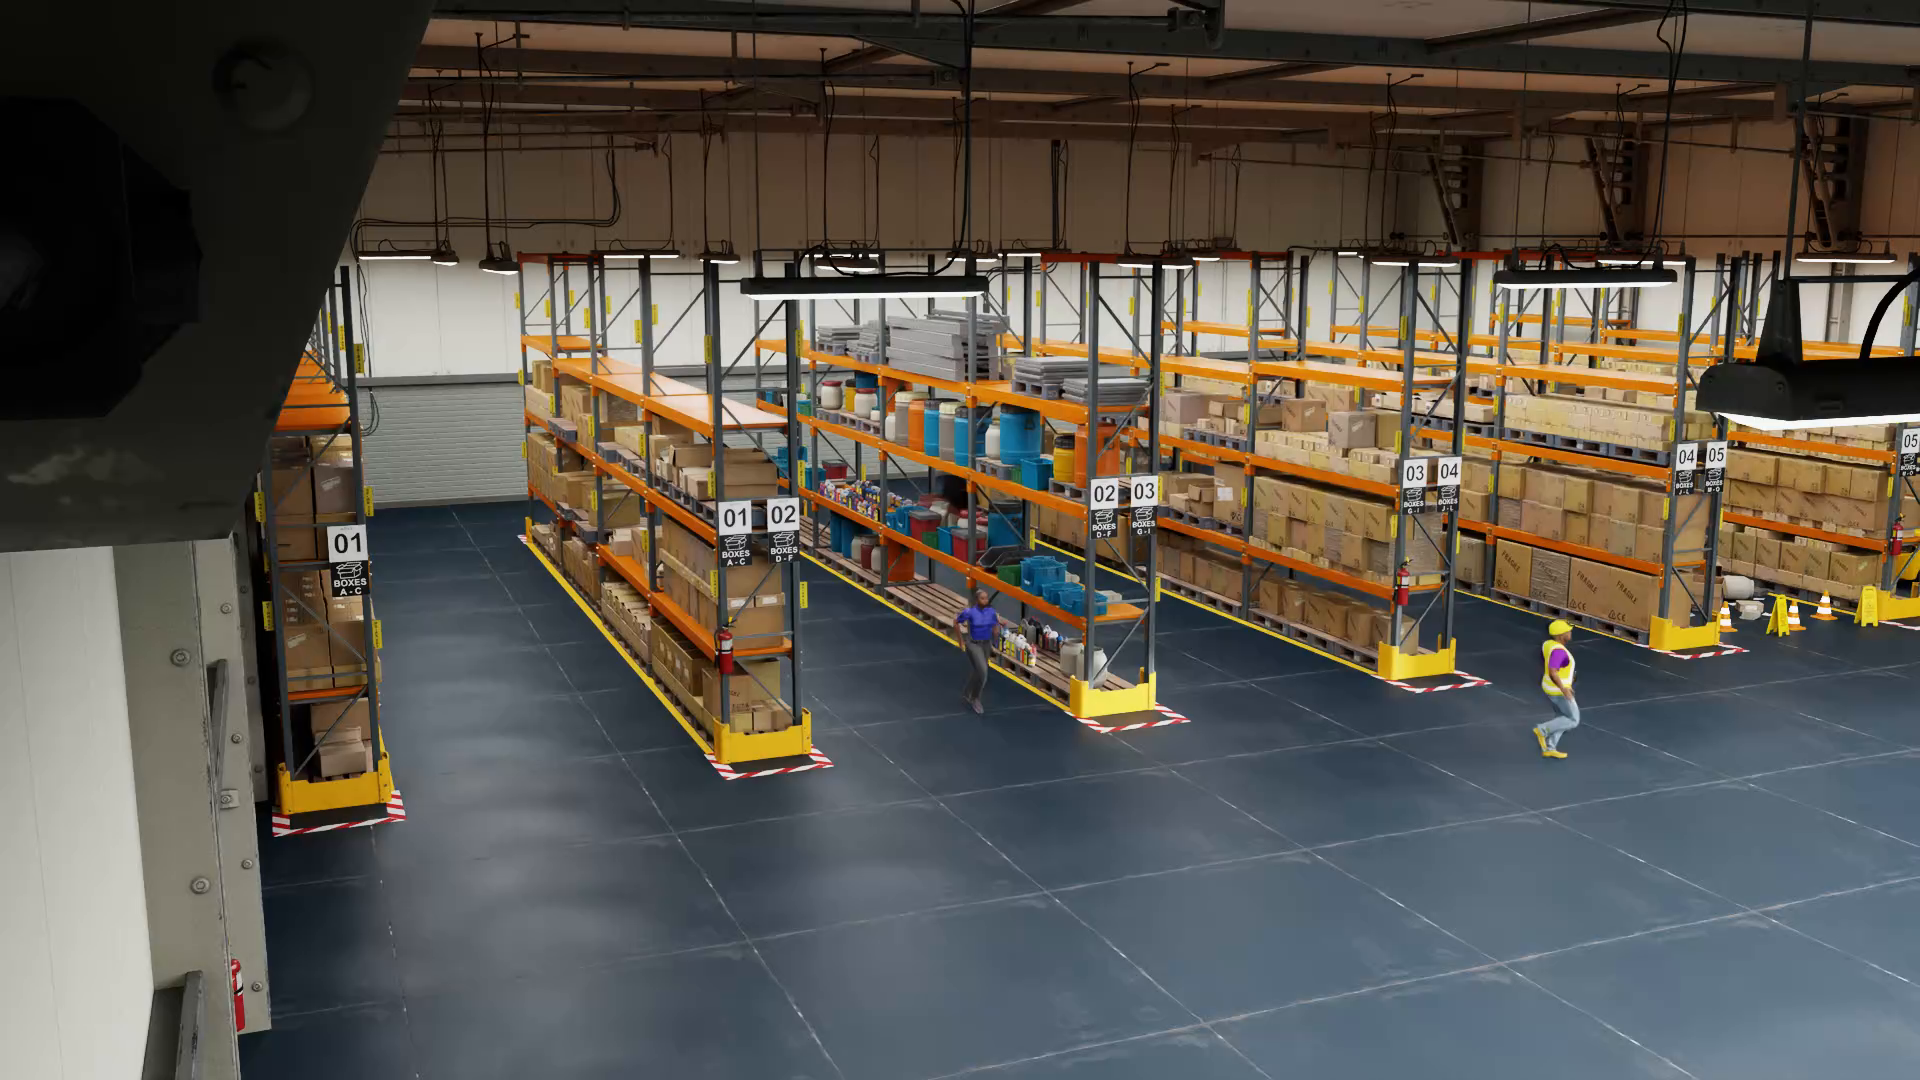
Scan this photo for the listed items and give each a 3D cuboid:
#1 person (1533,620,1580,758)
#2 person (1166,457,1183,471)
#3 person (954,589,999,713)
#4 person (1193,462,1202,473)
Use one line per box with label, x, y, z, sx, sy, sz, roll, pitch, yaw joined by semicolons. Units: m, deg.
person;7.301;1.827;20.324;0.583;1.724;0.711;1;10;5
person;5.387;-2.008;41.712;0.554;1.565;0.523;-5;11;-24
person;0.265;1.484;22.388;0.532;1.682;0.778;-7;13;-35
person;5.985;-2.092;41.929;0.772;1.622;0.933;-10;14;-43
